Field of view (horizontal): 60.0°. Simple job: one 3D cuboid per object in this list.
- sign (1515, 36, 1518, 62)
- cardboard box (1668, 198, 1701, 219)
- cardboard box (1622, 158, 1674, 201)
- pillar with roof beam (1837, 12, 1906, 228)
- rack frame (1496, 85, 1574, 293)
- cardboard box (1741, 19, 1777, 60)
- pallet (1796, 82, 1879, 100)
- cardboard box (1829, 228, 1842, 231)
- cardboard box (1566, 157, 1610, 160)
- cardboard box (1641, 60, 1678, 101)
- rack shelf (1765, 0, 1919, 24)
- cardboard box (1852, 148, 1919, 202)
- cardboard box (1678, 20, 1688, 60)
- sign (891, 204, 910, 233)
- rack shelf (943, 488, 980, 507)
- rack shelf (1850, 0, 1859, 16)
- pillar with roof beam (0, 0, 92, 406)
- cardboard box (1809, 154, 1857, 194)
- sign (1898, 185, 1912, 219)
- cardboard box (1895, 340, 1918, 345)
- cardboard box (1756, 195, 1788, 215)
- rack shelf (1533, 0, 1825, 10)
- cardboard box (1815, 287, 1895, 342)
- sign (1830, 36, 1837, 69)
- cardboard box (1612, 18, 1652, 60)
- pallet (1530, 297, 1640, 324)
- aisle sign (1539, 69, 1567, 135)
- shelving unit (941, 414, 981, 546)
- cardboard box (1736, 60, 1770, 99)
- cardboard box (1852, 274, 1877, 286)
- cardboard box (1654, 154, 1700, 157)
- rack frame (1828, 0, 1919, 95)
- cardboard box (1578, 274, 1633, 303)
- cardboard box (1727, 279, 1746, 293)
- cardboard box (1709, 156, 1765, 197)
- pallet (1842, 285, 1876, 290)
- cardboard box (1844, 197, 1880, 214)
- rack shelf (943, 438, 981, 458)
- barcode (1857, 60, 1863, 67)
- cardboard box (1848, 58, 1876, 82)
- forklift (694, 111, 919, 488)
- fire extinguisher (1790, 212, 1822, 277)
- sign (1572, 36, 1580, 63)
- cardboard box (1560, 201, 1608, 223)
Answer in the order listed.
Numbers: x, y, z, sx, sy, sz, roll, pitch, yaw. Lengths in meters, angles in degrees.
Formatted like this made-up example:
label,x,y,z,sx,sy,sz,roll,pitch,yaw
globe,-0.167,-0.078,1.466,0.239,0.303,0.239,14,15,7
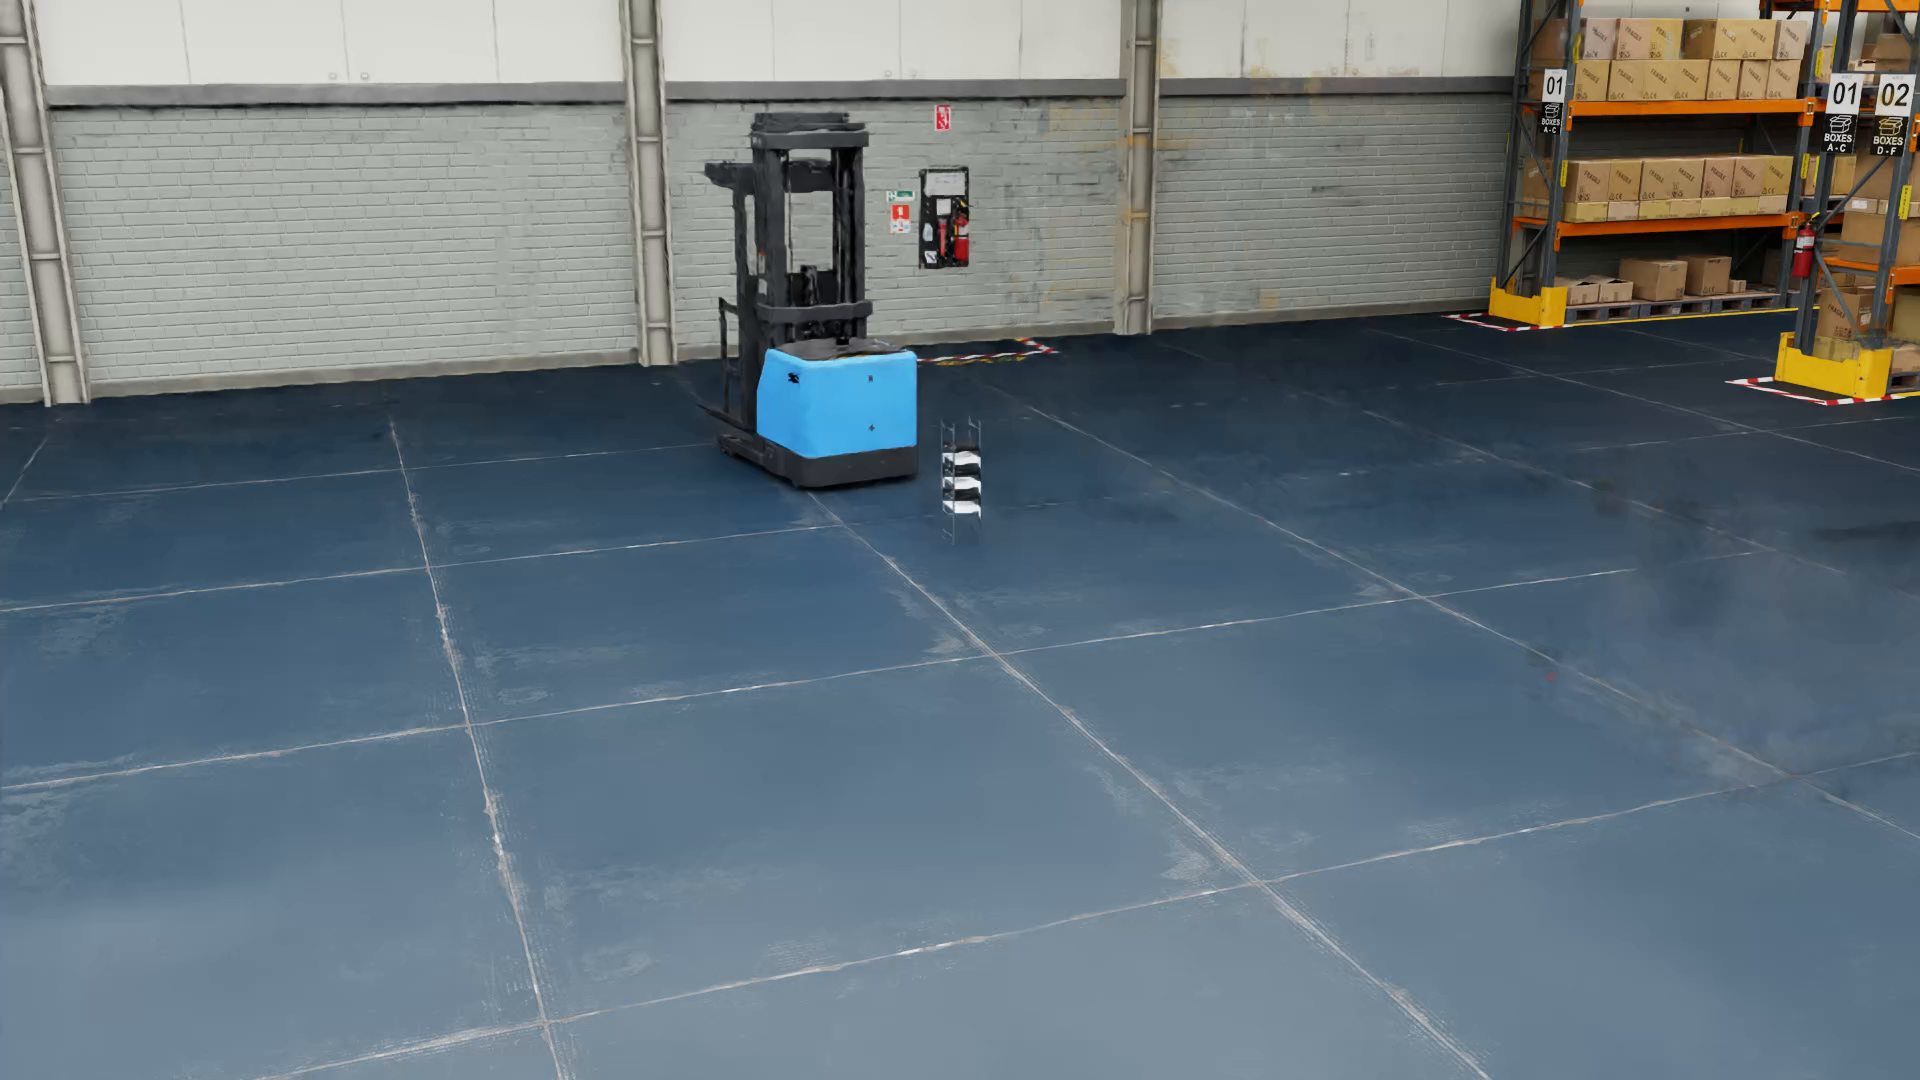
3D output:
label,x,y,z,sx,sy,sz,roll,pitch,yaw
sign,7.248,-6.368,21.563,0.005,0.325,0.100,-6,17,-20
cardboard box,9.428,-4.415,22.040,0.500,0.250,0.500,-6,17,-20
cardboard box,8.931,-4.720,21.746,0.500,0.500,0.500,-7,18,-22
pillar with roof beam,14.916,-7.004,19.979,0.400,9.000,9.100,-6,17,-20
rack frame,7.428,-4.355,21.606,0.127,3.000,1.000,-6,17,-20
cardboard box,10.282,-6.555,21.786,0.500,0.500,0.500,-5,17,-17
pallet,11.778,-6.142,22.700,1.003,0.211,1.213,-6,17,-20
cardboard box,12.739,-4.308,23.768,0.500,0.250,0.500,-7,18,-22
cardboard box,8.266,-4.805,22.035,0.500,0.500,0.500,-6,17,-19
cardboard box,8.828,-5.918,21.392,0.500,0.500,0.500,-5,17,-18
rack shelf,13.031,-7.302,22.979,4.000,0.370,1.077,-6,17,-20
cardboard box,9.694,-3.772,17.139,0.500,0.500,0.700,-6,17,-20
cardboard box,9.183,-6.595,21.921,0.500,0.500,0.500,-6,17,-20
sign,-0.705,-3.798,19.645,0.234,0.329,0.001,-6,17,-20
rack shelf,0.008,-0.314,12.009,0.200,0.077,0.258,-6,17,-20
rack shelf,11.072,-5.596,17.168,4.000,0.370,1.077,-6,17,-20
pillar with roof beam,-7.495,-4.585,11.739,0.400,9.000,9.100,-6,17,-20
cardboard box,12.175,-5.115,23.233,0.500,0.500,0.700,-4,17,-14
sign,9.397,-3.359,16.537,0.005,0.325,0.100,-6,17,-20
cardboard box,10.250,-1.982,17.657,0.500,0.250,0.500,-6,17,-20
cardboard box,10.830,-4.569,22.564,0.500,0.250,0.500,-6,17,-20
rack shelf,9.296,-7.089,21.550,4.000,0.370,1.077,-6,17,-20
cardboard box,9.599,-2.427,17.843,0.500,0.500,0.500,-6,17,-20
sign,9.023,-5.023,17.124,0.005,0.325,0.100,-6,17,-20
cardboard box,8.361,-6.344,21.067,0.500,0.500,0.500,-6,18,-21
pallet,8.270,-3.098,22.273,1.213,0.211,1.003,-6,17,-20
aisle sign,7.468,-5.517,20.947,0.004,0.787,0.394,-6,17,-20
shelving unit,0.008,-0.433,11.974,0.210,0.900,0.258,-6,17,-20
cardboard box,10.303,-6.092,21.983,0.500,0.500,0.500,-8,18,-25
cardboard box,12.800,-3.955,23.899,0.500,0.500,0.700,-6,17,-19
cardboard box,9.698,-4.964,22.578,0.500,0.500,0.500,-6,17,-19
rack frame,9.204,-5.931,16.324,0.127,3.000,1.000,-6,17,-20
cardboard box,8.639,-3.380,22.276,0.500,0.311,0.500,-5,17,-15
cardboard box,10.675,-3.549,23.106,0.250,0.166,0.380,-9,18,-27
cardboard box,10.369,-4.875,22.276,0.500,0.500,0.500,-6,17,-20
pallet,13.031,-3.624,24.064,1.213,0.211,1.003,-6,17,-20
cardboard box,9.493,-3.500,17.366,0.250,0.149,0.380,-6,18,-21
rack shelf,0.008,-0.660,11.908,0.200,0.077,0.258,-6,17,-20
barcode,9.313,-4.928,17.201,0.075,0.075,0.001,-6,17,-20
cardboard box,12.278,-6.453,22.838,0.500,0.311,0.500,-6,17,-18
forklift,-1.498,-2.191,14.359,1.130,2.935,3.031,-9,19,-28
fire extinguisher,8.928,-3.126,17.556,0.183,0.674,0.296,-6,17,-20
sign,7.623,-6.071,20.574,0.005,0.325,0.100,-6,17,-20
cardboard box,7.998,-4.259,21.508,0.500,0.250,0.500,-7,18,-22
